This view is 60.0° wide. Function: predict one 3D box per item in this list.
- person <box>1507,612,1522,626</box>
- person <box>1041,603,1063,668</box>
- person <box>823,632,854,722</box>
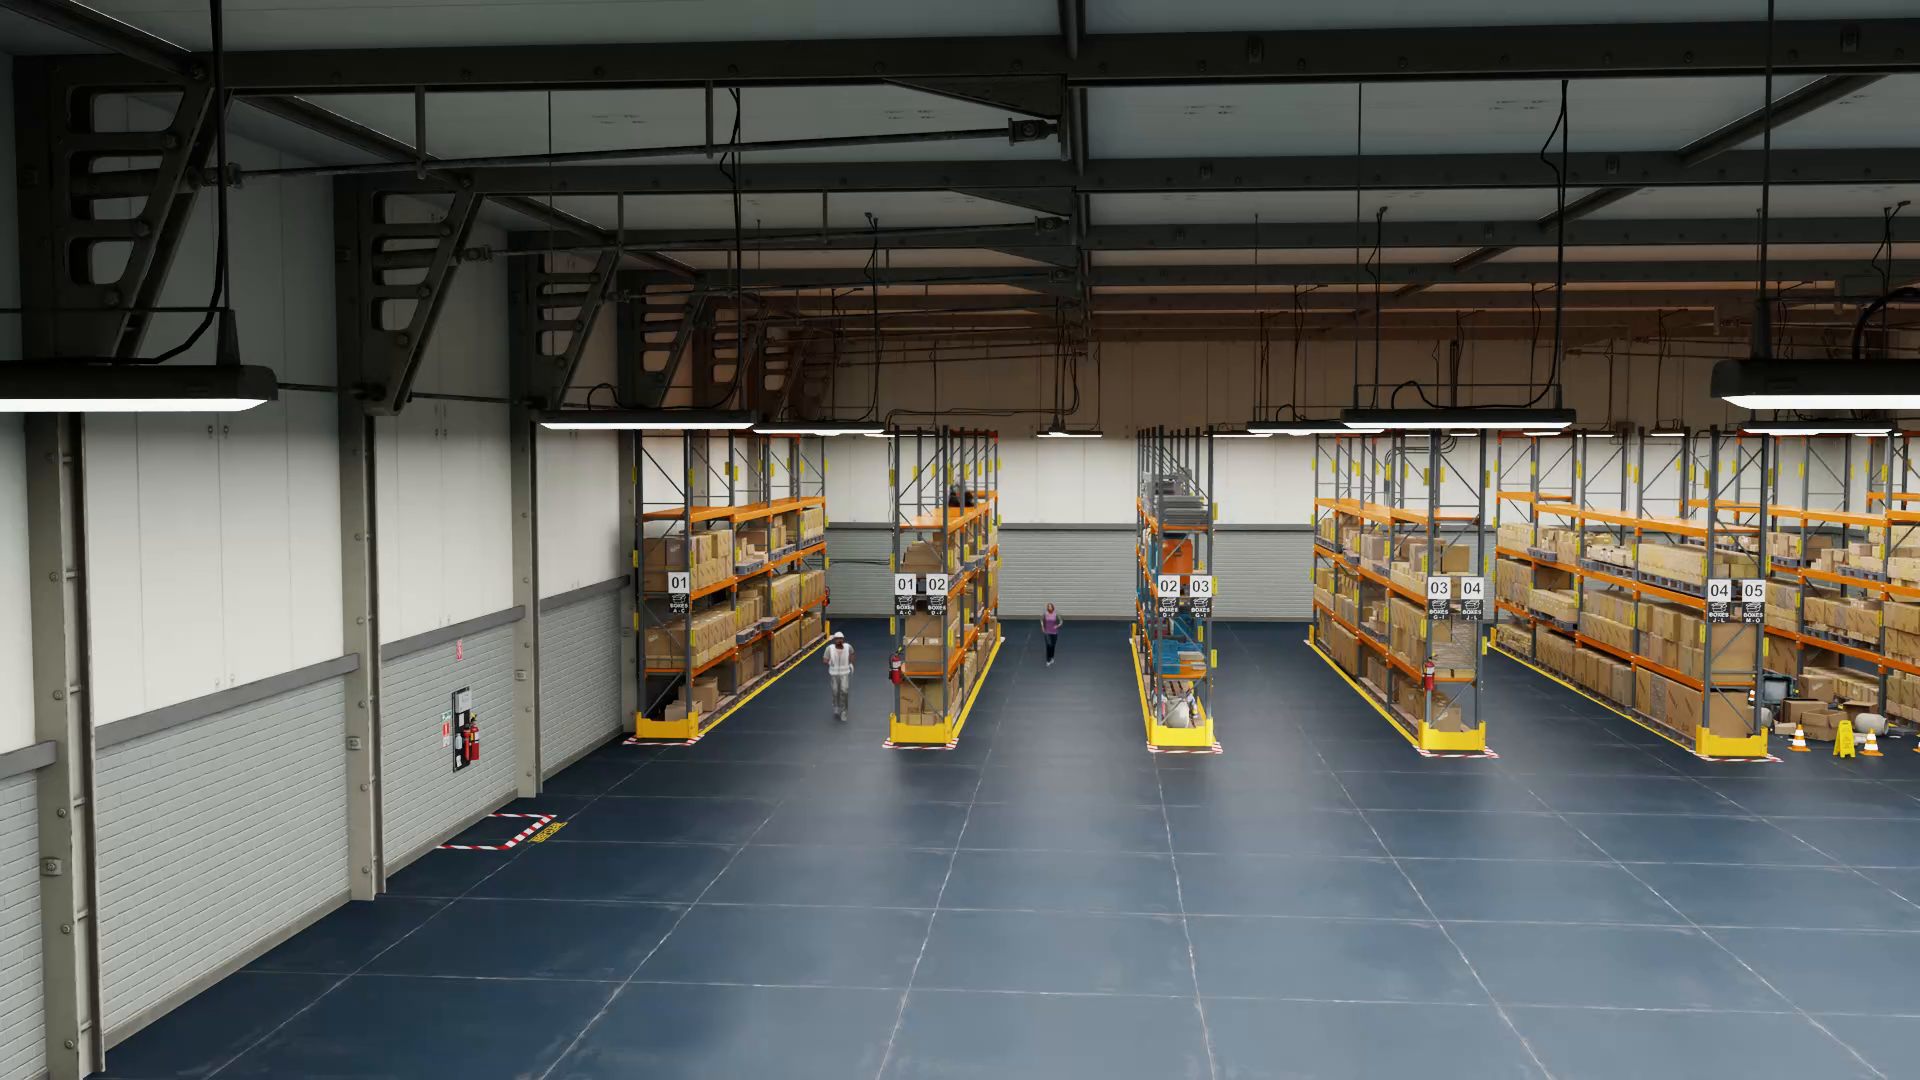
[{"bbox_3d":[15.821,2.046,47.372,0.718,1.666,0.666,0,3,7],"label":"person"},{"bbox_3d":[2.325,2.508,42.163,0.569,1.423,0.696,0,3,5],"label":"person"},{"bbox_3d":[-2.491,2.779,34.110,0.614,1.830,0.868,0,3,0],"label":"person"}]
